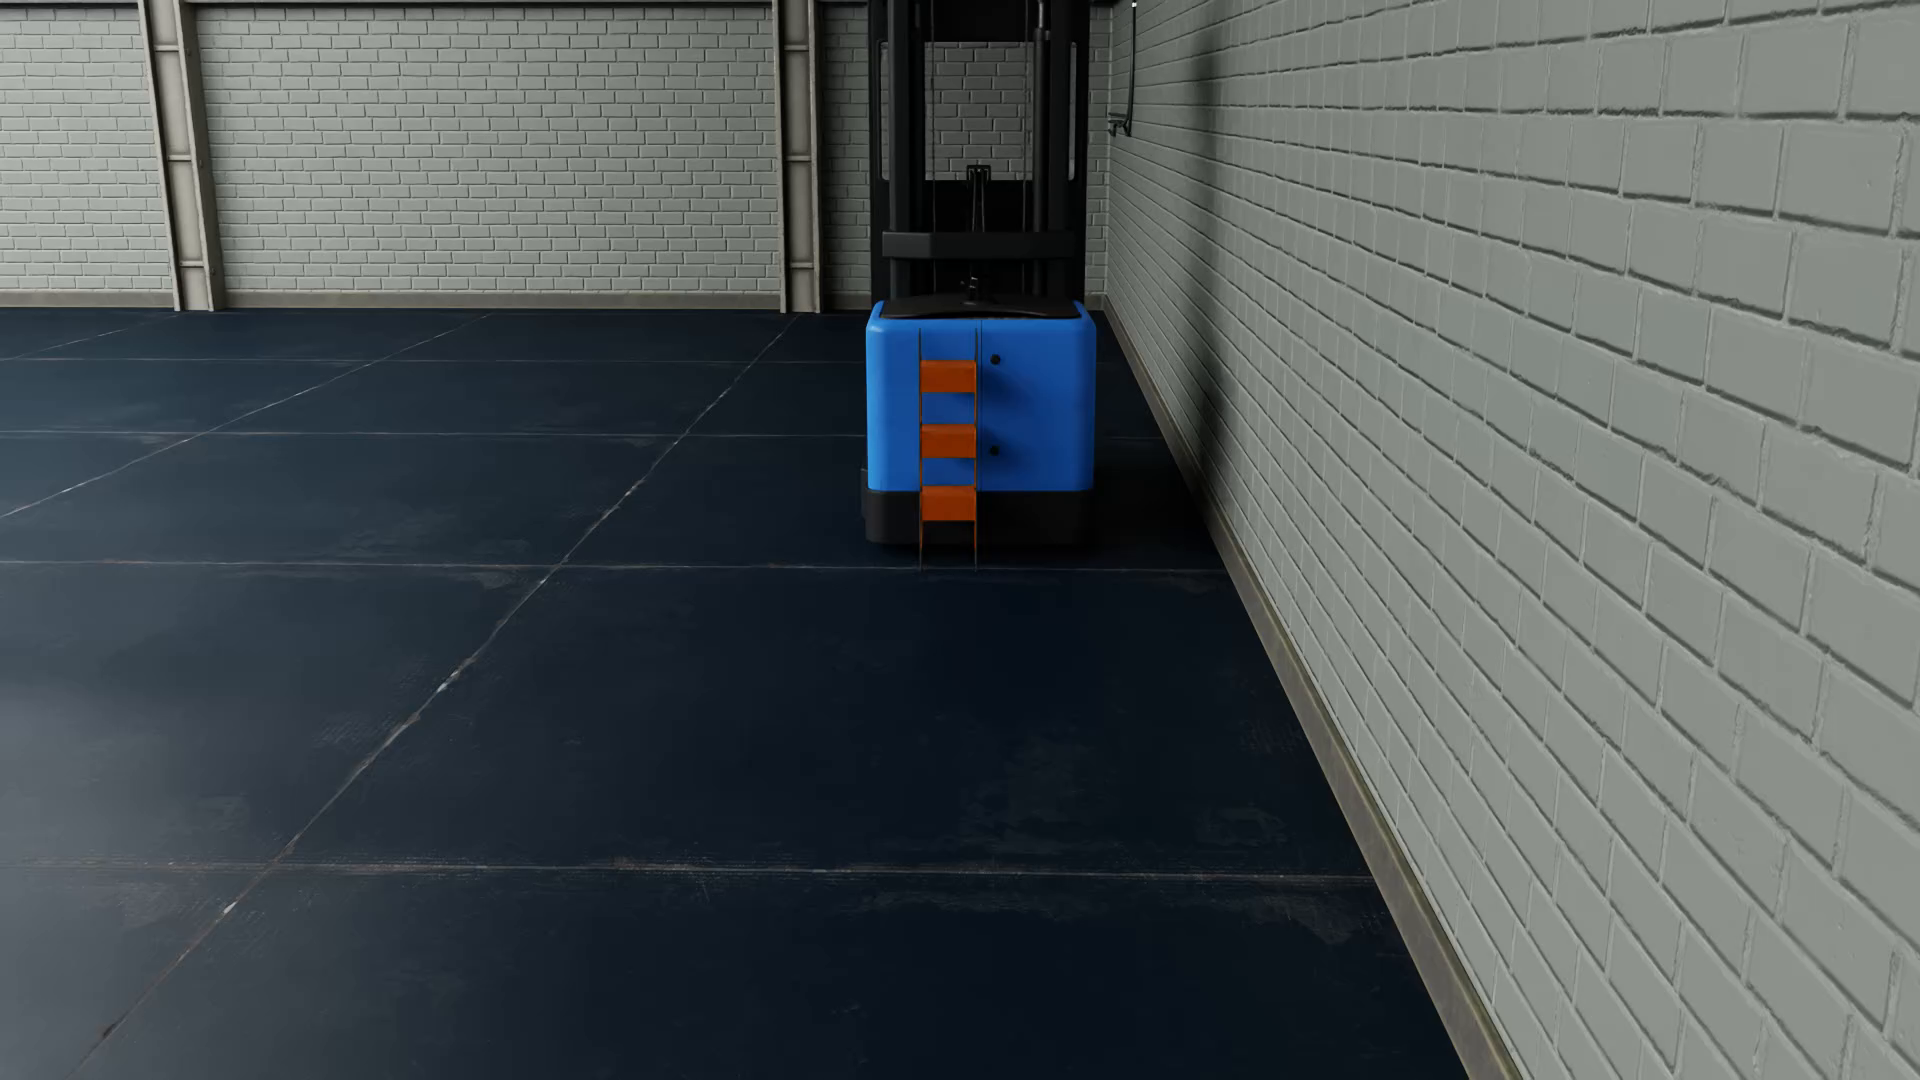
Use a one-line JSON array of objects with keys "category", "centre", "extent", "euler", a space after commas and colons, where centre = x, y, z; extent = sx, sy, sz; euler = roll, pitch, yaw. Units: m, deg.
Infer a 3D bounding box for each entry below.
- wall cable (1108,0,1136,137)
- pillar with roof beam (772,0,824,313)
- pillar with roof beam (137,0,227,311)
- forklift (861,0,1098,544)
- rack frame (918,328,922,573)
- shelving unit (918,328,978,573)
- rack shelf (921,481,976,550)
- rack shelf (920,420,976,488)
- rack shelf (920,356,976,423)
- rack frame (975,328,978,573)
[{"category": "wall cable", "centre": [1.357, -4.754, 14.307], "extent": [0.112, 2.526, 3.097], "euler": [0, 15, 1]}, {"category": "pillar with roof beam", "centre": [-1.664, -5.514, 11.101], "extent": [0.400, 9.000, 9.100], "euler": [0, 15, 1]}, {"category": "pillar with roof beam", "centre": [-7.662, -5.553, 11.249], "extent": [0.400, 9.000, 9.100], "euler": [0, 15, 1]}, {"category": "forklift", "centre": [0.089, -1.716, 8.598], "extent": [1.130, 2.935, 3.031], "euler": [0, 15, 0]}, {"category": "rack frame", "centre": [-0.173, -0.388, 7.252], "extent": [0.008, 1.050, 0.200], "euler": [0, 15, 0]}, {"category": "shelving unit", "centre": [-0.051, -0.388, 7.253], "extent": [0.252, 1.050, 0.215], "euler": [0, 15, 0]}, {"category": "rack shelf", "centre": [-0.051, -0.109, 7.327], "extent": [0.240, 0.259, 0.215], "euler": [0, 15, 0]}, {"category": "rack shelf", "centre": [-0.051, -0.378, 7.256], "extent": [0.240, 0.259, 0.215], "euler": [0, 15, 0]}, {"category": "rack shelf", "centre": [-0.051, -0.652, 7.183], "extent": [0.240, 0.259, 0.215], "euler": [0, 15, 0]}, {"category": "rack frame", "centre": [0.071, -0.389, 7.254], "extent": [0.008, 1.050, 0.200], "euler": [0, 15, 0]}]
